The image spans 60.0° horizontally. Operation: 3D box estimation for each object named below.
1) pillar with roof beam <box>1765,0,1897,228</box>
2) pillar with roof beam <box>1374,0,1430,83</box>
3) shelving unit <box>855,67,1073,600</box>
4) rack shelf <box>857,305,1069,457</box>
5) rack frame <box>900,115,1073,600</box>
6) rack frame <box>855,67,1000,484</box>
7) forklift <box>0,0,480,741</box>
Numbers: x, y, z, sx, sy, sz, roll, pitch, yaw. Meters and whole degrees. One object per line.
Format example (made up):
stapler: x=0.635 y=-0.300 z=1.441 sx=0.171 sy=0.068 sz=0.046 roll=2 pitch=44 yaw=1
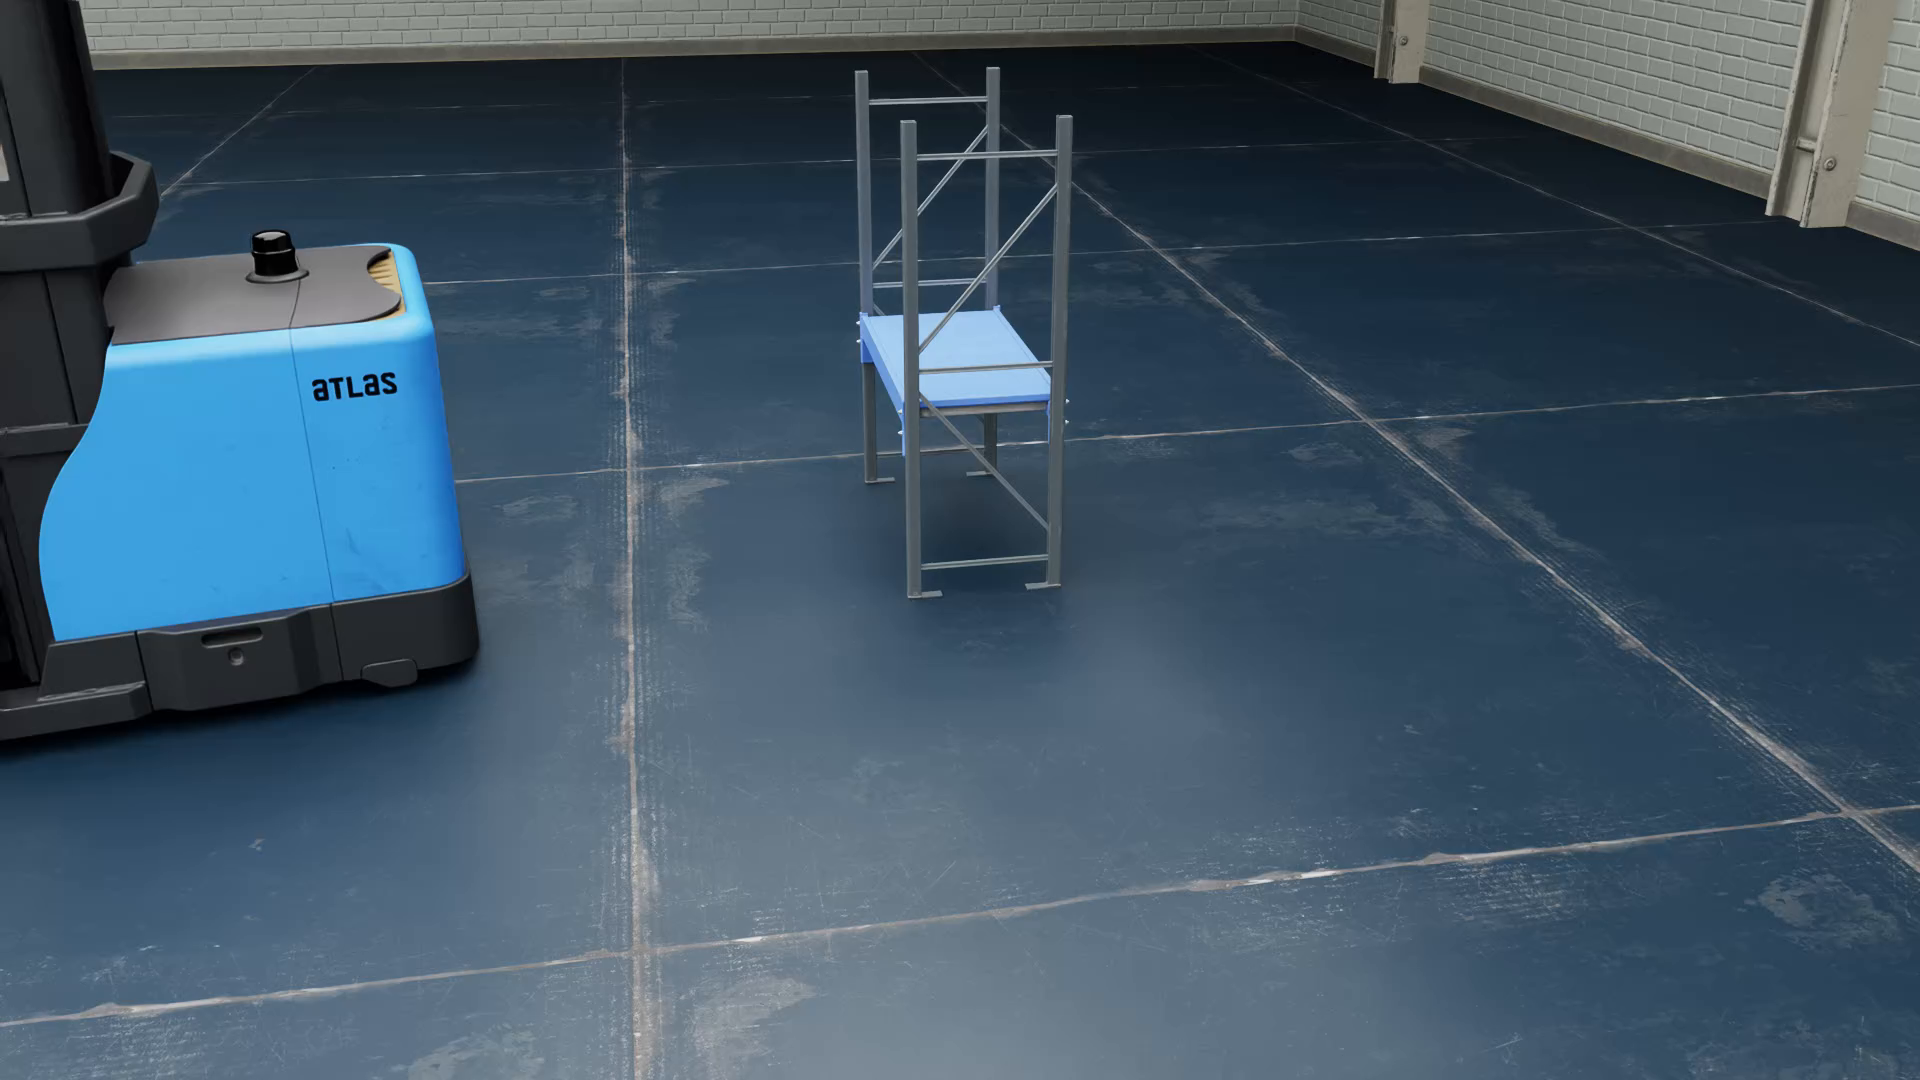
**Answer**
pillar with roof beam: x=1.006 y=-5.787 z=7.757 sx=9.100 sy=9.000 sz=0.400 roll=-4 pitch=24 yaw=-10
pillar with roof beam: x=-0.103 y=-8.147 z=13.161 sx=9.100 sy=9.000 sz=0.400 roll=-4 pitch=24 yaw=-10
shelving unit: x=-0.016 y=-0.721 z=5.527 sx=0.538 sy=1.500 sz=1.048 roll=-4 pitch=24 yaw=-10
rack shelf: x=-0.016 y=-0.556 z=5.599 sx=0.538 sy=0.185 sz=1.000 roll=-4 pitch=24 yaw=-10
rack frame: x=0.078 y=-0.521 z=5.069 sx=0.500 sy=1.500 sz=0.032 roll=-4 pitch=24 yaw=-10
rack frame: x=-0.110 y=-0.921 z=5.984 sx=0.500 sy=1.500 sz=0.032 roll=-4 pitch=24 yaw=-10
forklift: x=-2.973 y=-0.920 z=4.195 sx=3.031 sy=2.935 sz=1.130 roll=-8 pitch=25 yaw=-18
